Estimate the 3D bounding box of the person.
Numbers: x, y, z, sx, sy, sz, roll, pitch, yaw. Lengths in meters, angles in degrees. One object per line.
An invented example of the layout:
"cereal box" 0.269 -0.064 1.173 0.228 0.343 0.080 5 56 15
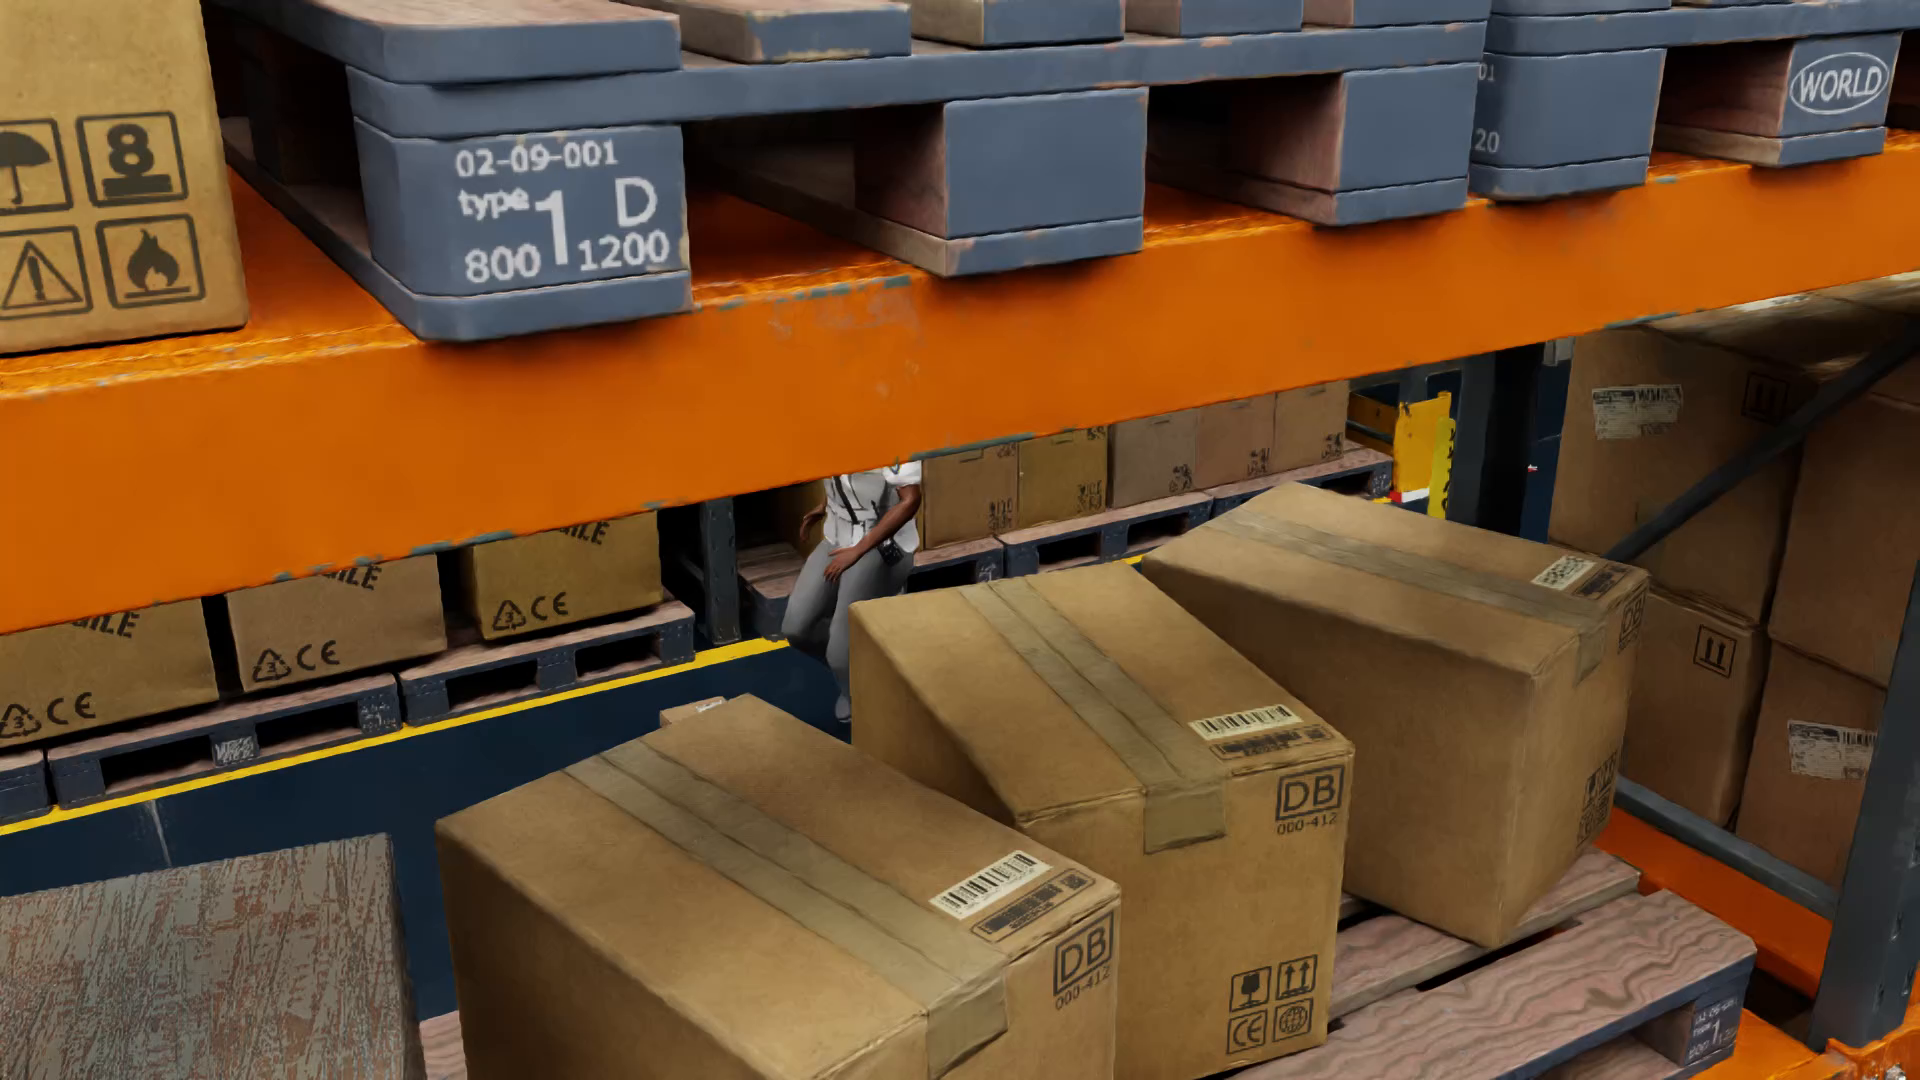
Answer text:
"person" -0.385 0.033 5.994 0.467 1.659 0.639 -12 25 -27
